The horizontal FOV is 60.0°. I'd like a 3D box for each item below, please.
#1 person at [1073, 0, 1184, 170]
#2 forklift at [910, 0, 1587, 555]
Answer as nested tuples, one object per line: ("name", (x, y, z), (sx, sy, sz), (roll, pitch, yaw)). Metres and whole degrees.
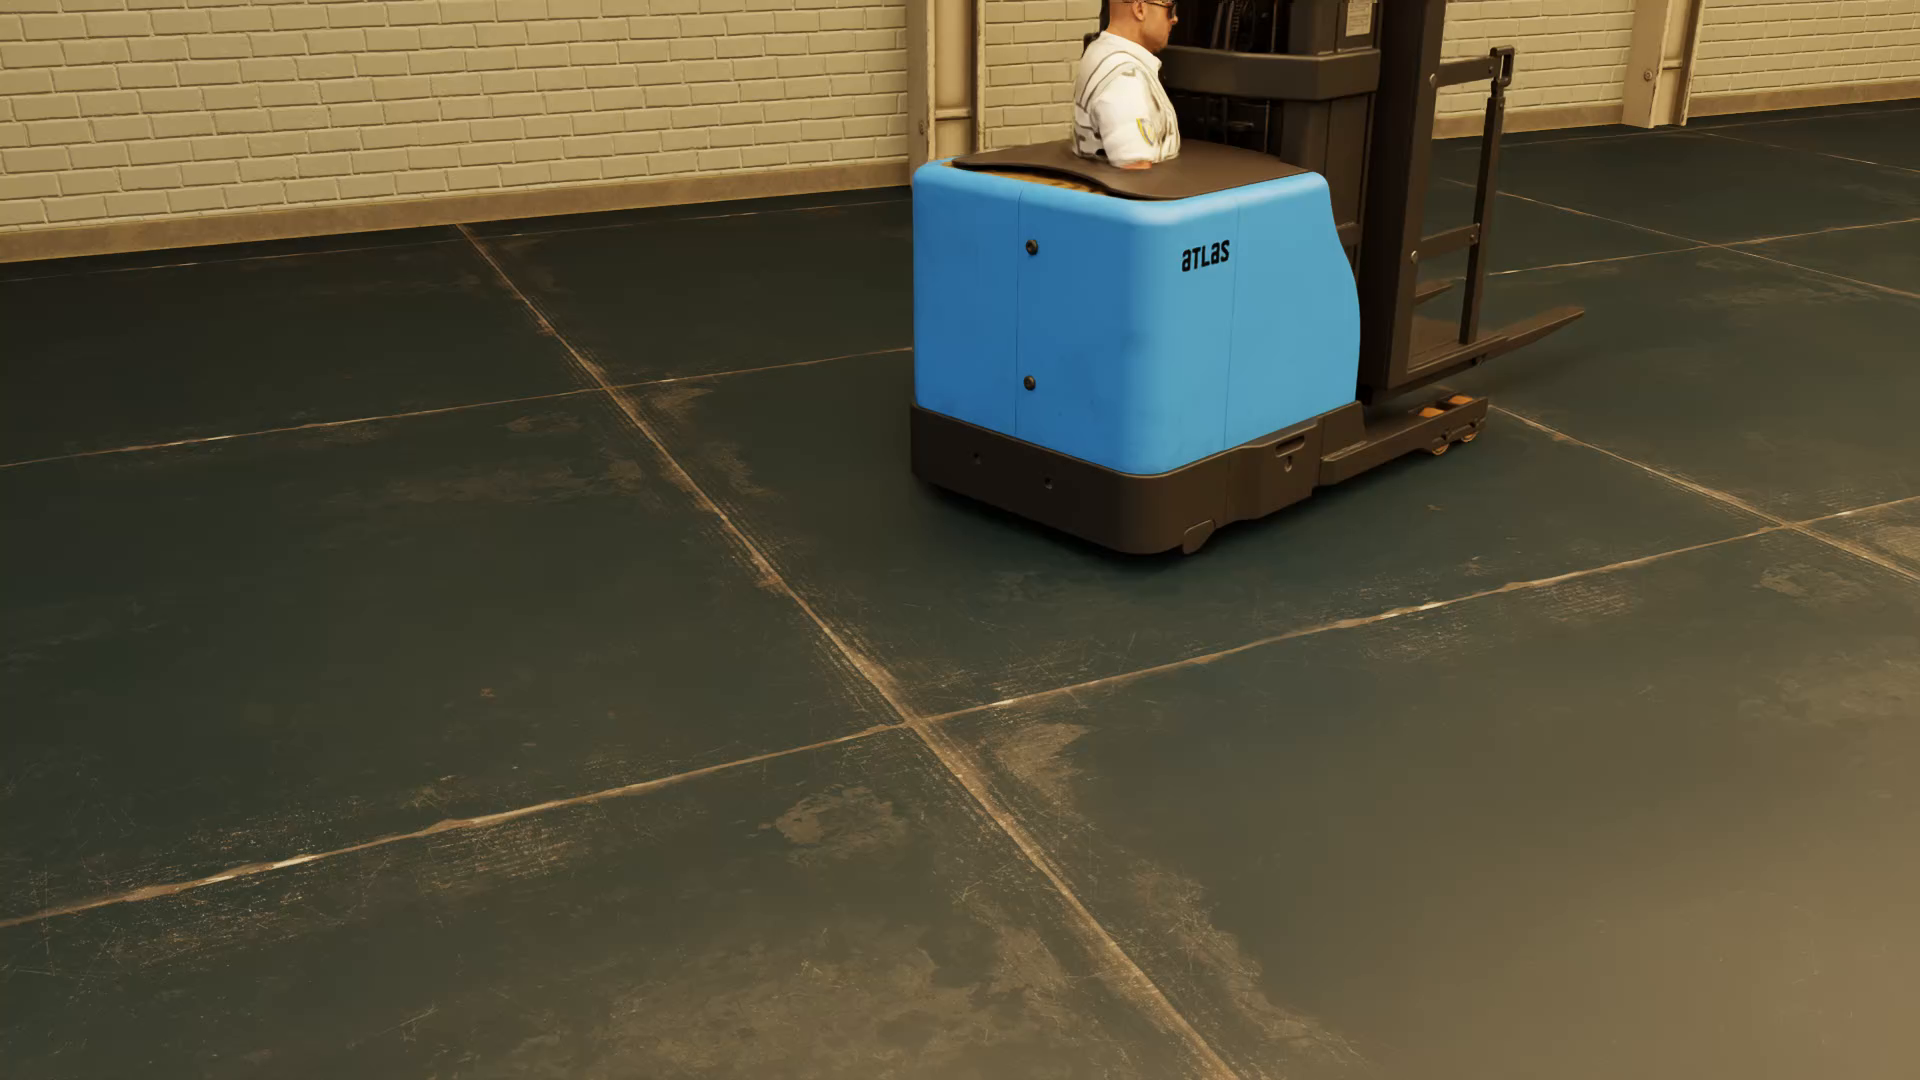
("person", (0.606, -0.947, 5.242), (0.544, 1.699, 0.774), (1, 23, 2))
("forklift", (1.245, -1.777, 5.563), (3.031, 2.935, 1.130), (-21, 30, -40))
